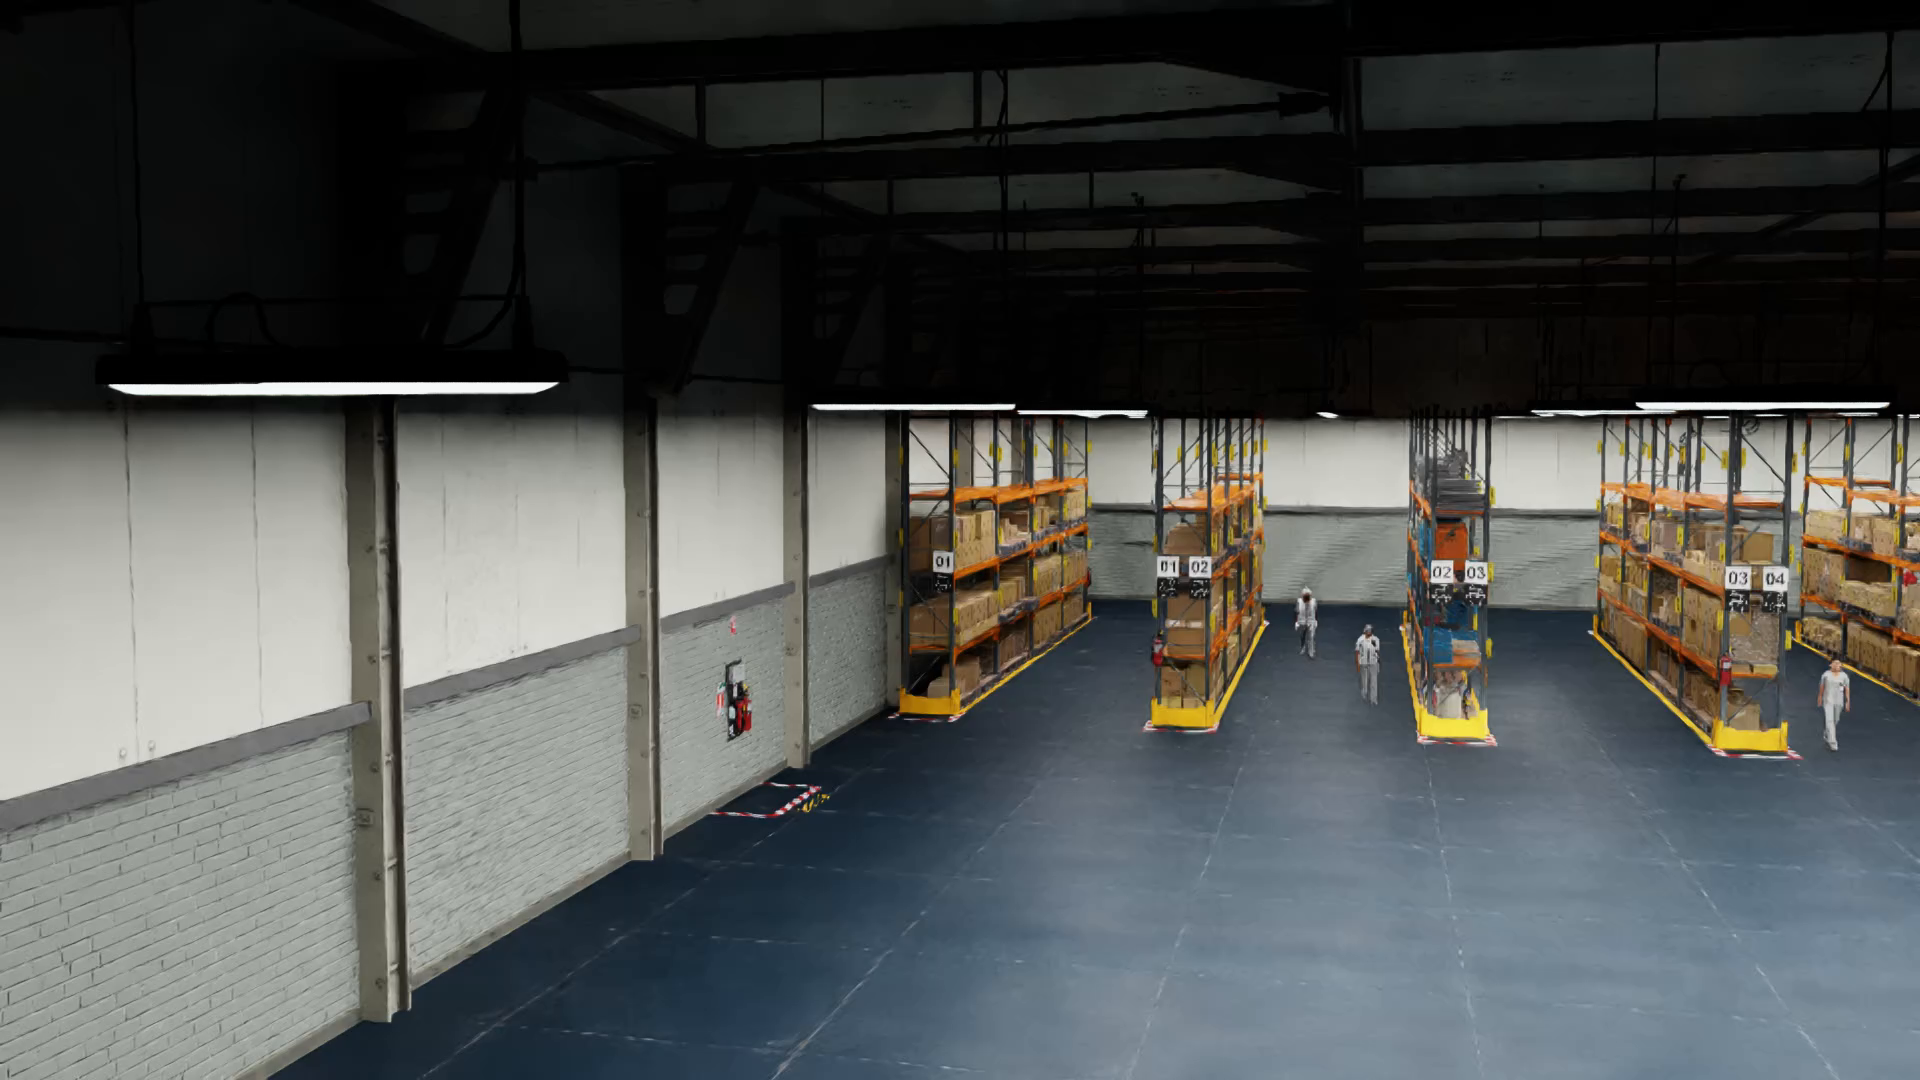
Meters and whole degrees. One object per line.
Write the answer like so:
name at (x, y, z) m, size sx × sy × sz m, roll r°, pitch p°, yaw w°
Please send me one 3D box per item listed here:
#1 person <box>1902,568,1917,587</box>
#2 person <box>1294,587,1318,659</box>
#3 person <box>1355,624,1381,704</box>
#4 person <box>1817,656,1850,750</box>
person at (26.621, 1.505, 46.895) m, size 0.741 × 1.719 × 0.544 m, roll -2°, pitch 5°, yaw -28°
person at (8.347, 1.974, 40.114) m, size 0.571 × 1.701 × 1.112 m, roll 1°, pitch 4°, yaw 12°
person at (8.297, 2.487, 33.829) m, size 0.497 × 1.573 × 1.090 m, roll 1°, pitch 4°, yaw 16°
person at (15.304, 2.830, 29.093) m, size 0.453 × 1.606 × 1.070 m, roll 1°, pitch 4°, yaw 12°
